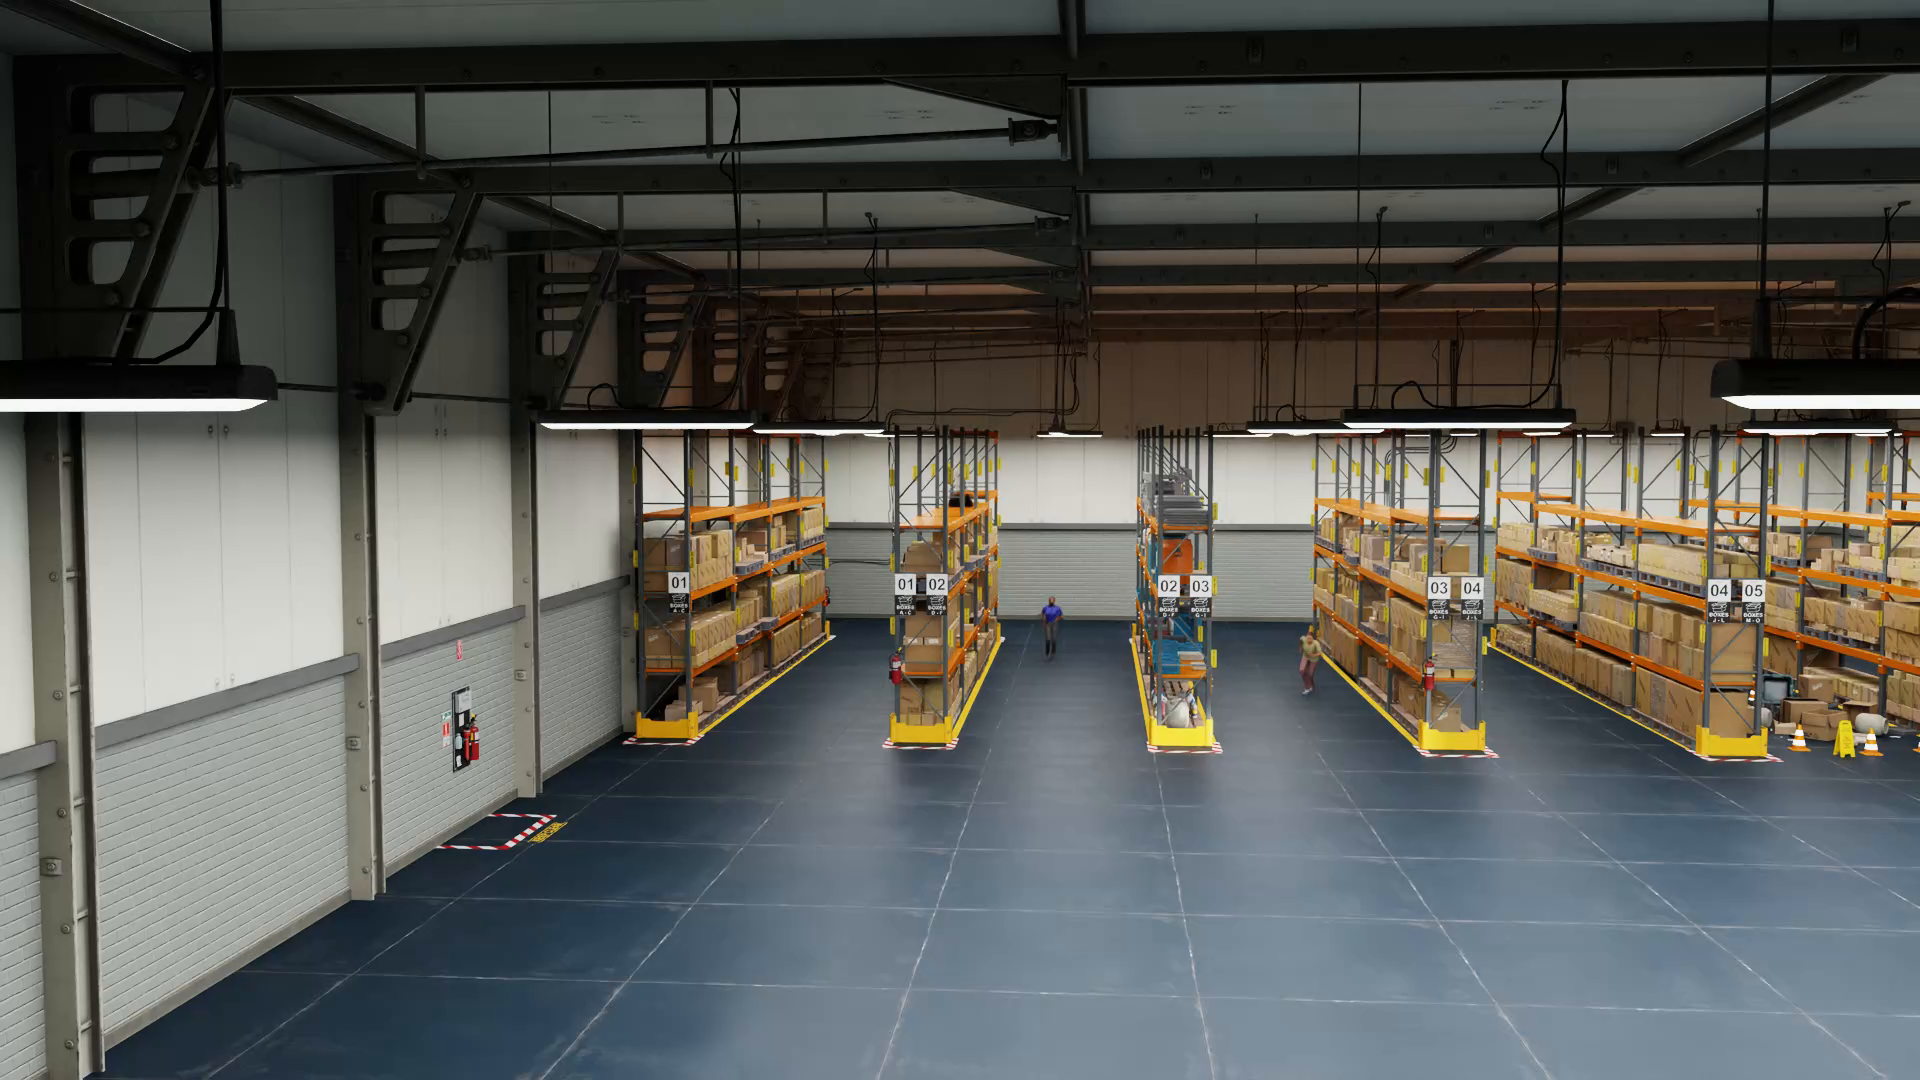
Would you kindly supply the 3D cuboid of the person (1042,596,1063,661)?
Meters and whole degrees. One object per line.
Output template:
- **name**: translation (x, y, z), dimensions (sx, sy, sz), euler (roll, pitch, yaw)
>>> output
- **person**: translation (2.410, 2.304, 43.347), dimensions (0.567, 1.689, 0.727), euler (0, 3, 3)

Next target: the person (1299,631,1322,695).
- **person**: translation (7.960, 2.752, 37.668), dimensions (0.570, 1.470, 1.089), euler (1, 4, 21)
